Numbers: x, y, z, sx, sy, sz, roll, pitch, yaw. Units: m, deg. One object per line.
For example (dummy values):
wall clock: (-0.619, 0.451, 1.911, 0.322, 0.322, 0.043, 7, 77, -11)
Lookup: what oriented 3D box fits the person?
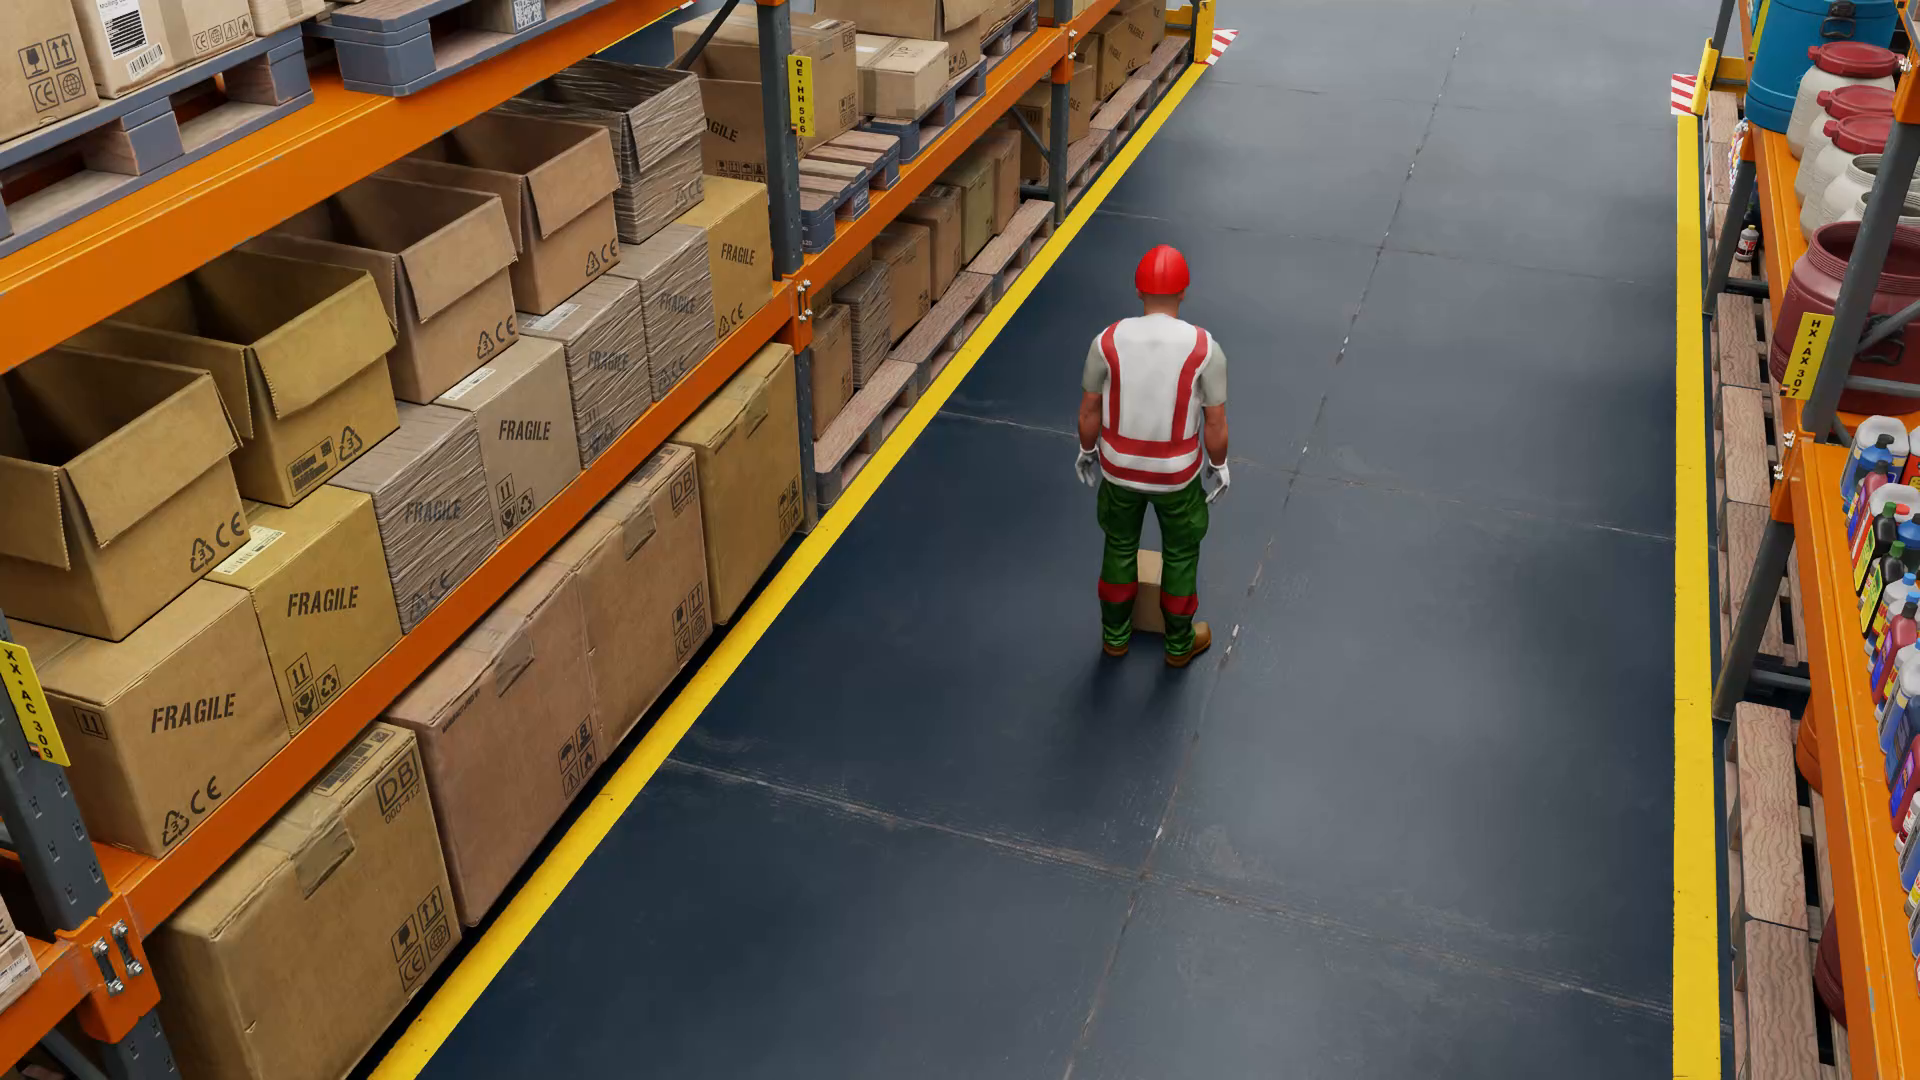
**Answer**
person: (0.761, -0.303, 6.592, 0.620, 1.780, 0.446, 9, 34, 14)
